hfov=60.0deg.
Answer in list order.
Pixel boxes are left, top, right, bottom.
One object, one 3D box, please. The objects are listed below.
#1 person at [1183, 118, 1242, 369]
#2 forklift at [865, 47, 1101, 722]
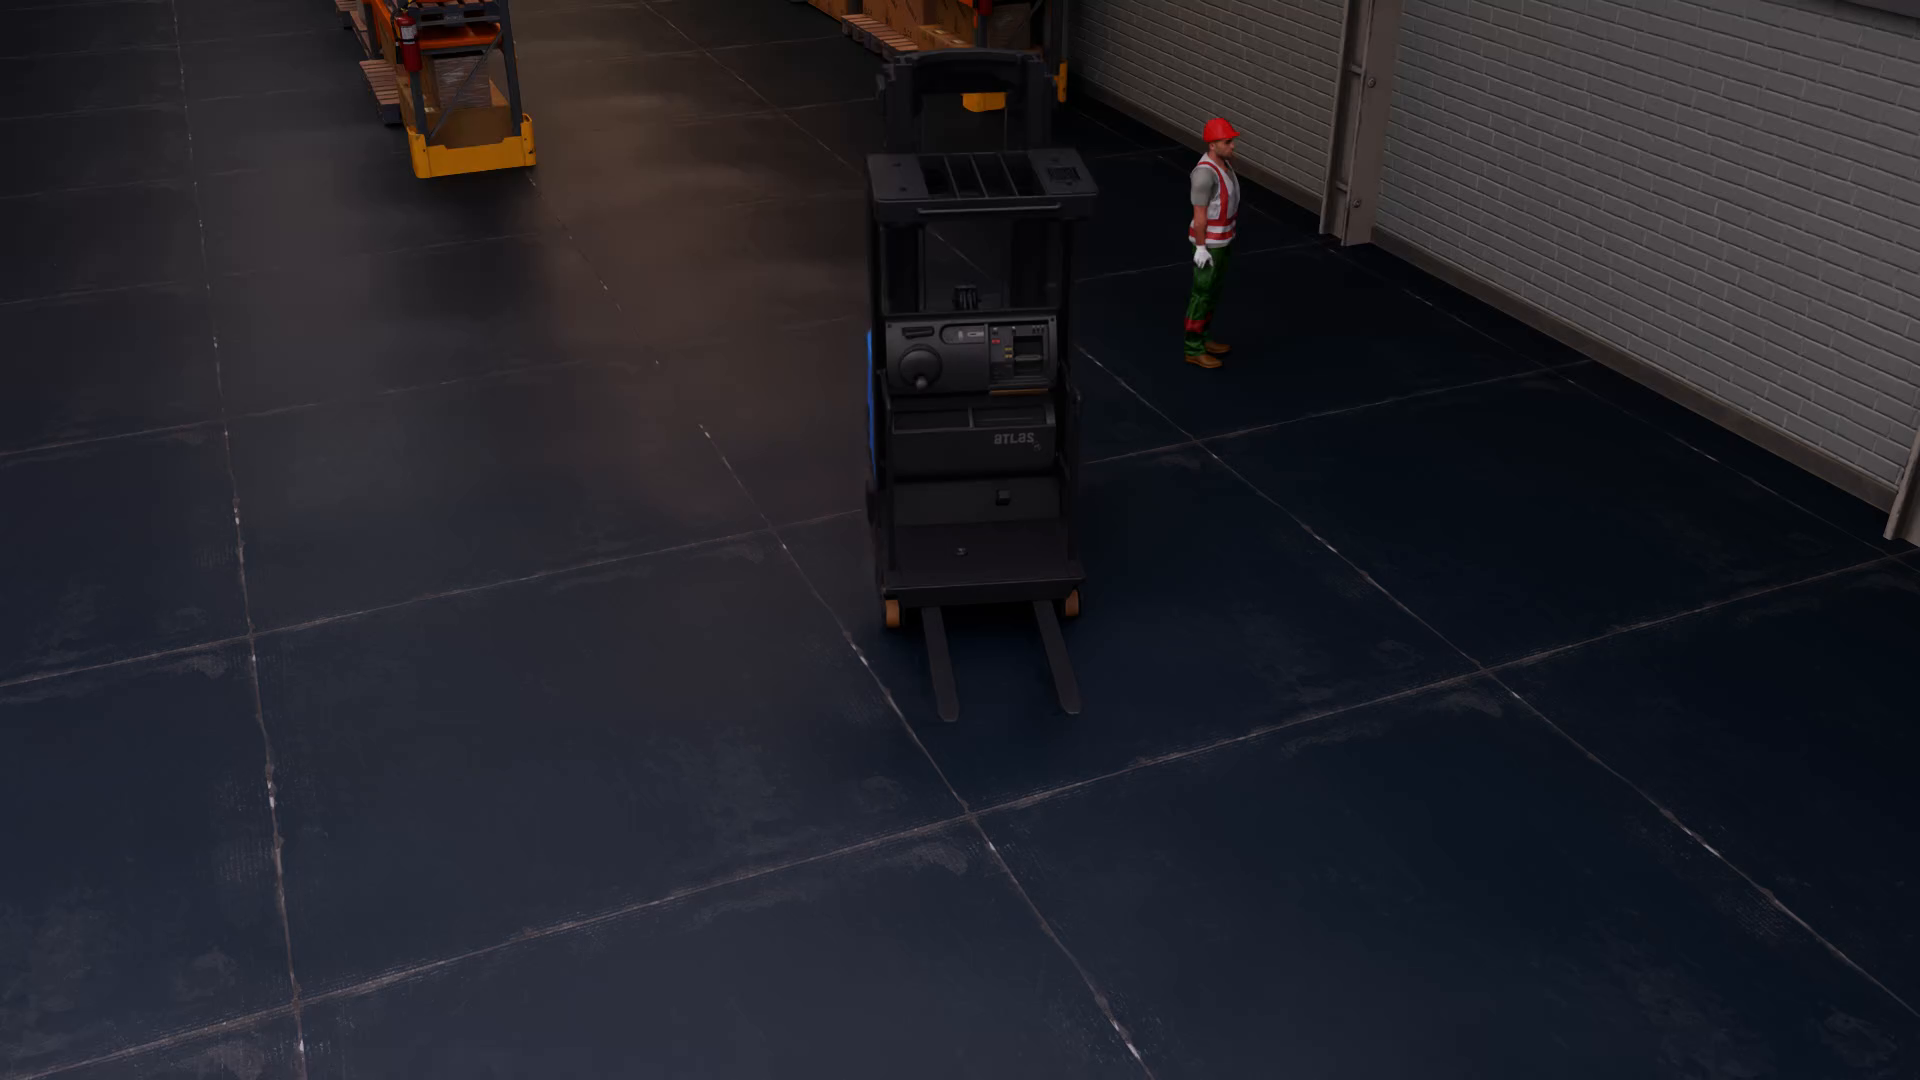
[{"bbox_3d":[1.844,-2.157,12.042,0.357,1.795,0.566,12,32,20],"label":"person"},{"bbox_3d":[0.090,-0.962,8.801,1.130,2.935,3.031,-3,30,-6],"label":"forklift"}]
